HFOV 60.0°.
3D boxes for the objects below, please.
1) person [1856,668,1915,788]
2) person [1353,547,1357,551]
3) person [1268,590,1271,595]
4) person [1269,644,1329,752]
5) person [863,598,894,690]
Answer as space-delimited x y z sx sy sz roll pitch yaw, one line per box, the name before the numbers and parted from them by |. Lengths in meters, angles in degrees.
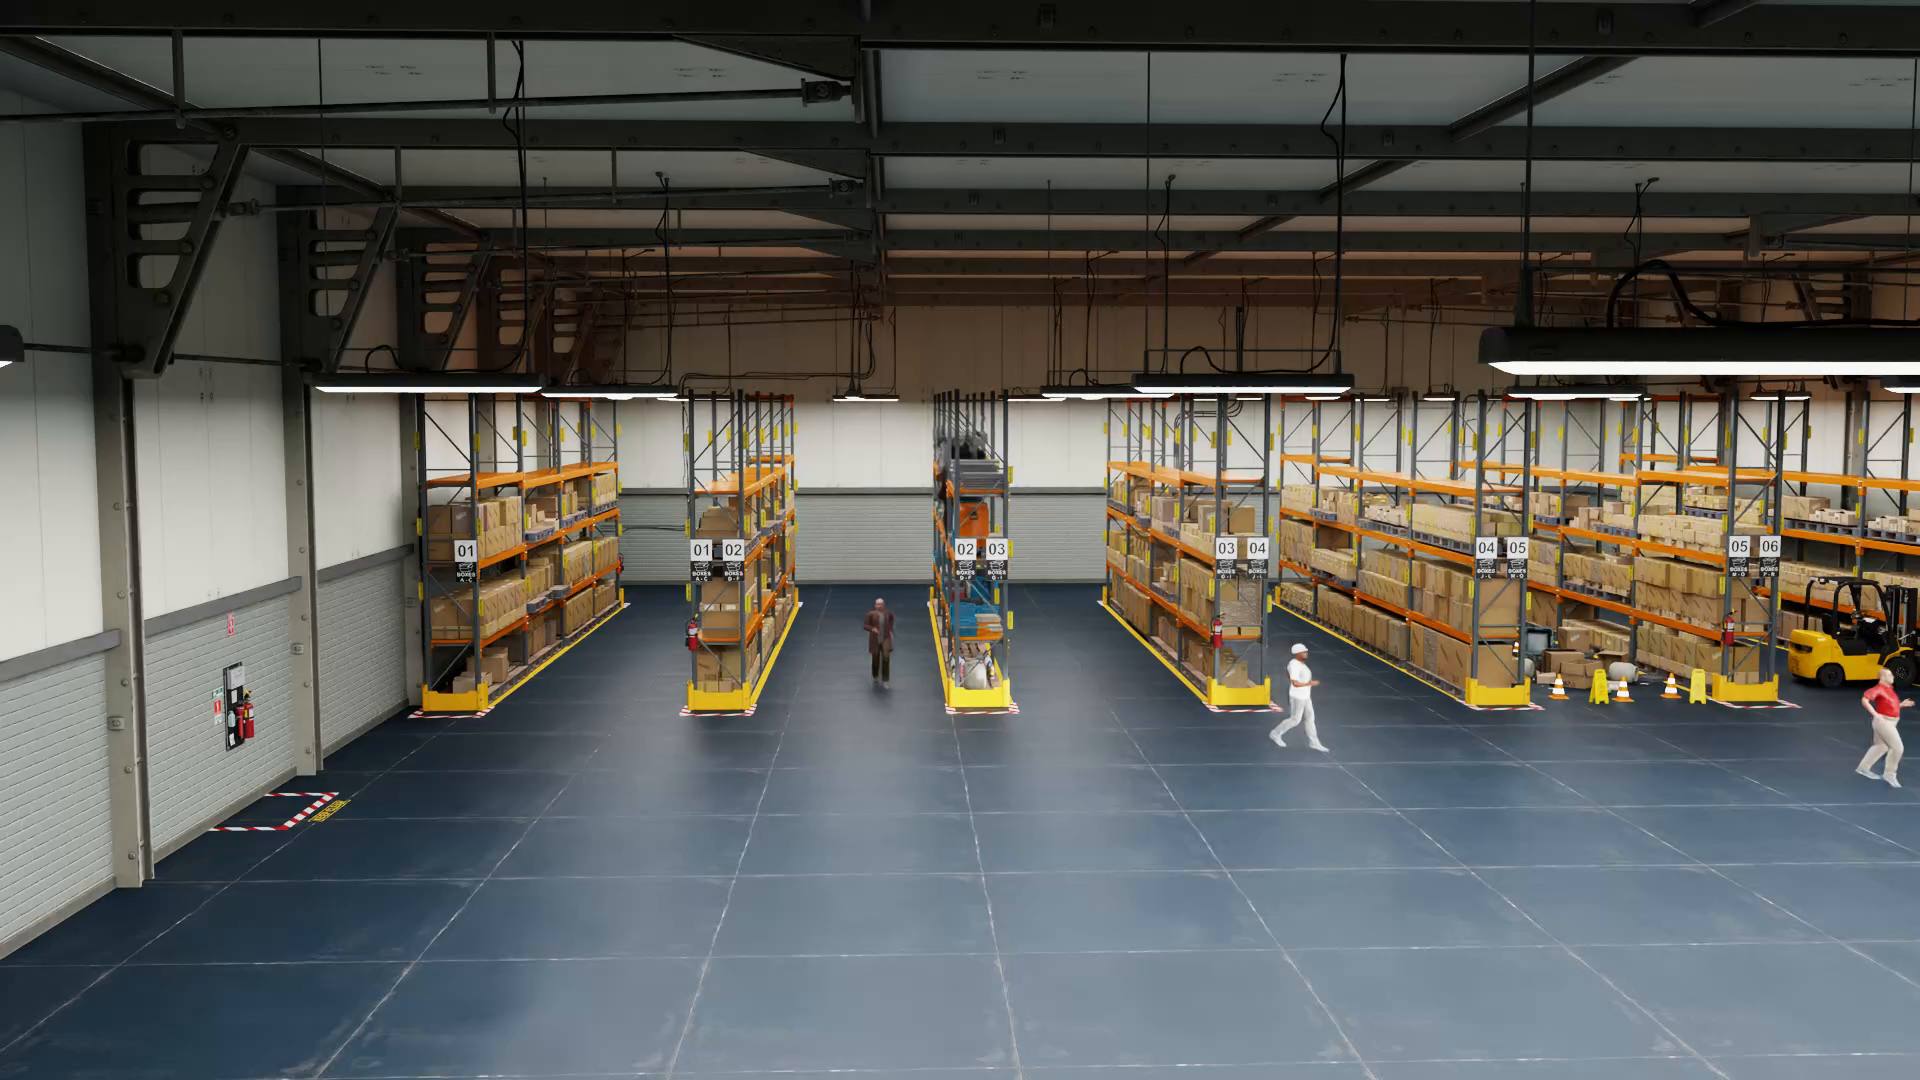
person | 13.938 2.831 25.045 0.731 1.798 0.639 3 6 36
person | 11.284 1.028 47.428 0.605 1.655 0.548 -2 5 -18
person | 8.721 0.979 48.636 0.773 1.626 0.615 -1 5 -11
person | 5.585 2.585 27.330 0.955 1.771 0.695 2 5 24
person | -1.642 2.086 33.734 0.643 1.835 0.936 0 5 -6
